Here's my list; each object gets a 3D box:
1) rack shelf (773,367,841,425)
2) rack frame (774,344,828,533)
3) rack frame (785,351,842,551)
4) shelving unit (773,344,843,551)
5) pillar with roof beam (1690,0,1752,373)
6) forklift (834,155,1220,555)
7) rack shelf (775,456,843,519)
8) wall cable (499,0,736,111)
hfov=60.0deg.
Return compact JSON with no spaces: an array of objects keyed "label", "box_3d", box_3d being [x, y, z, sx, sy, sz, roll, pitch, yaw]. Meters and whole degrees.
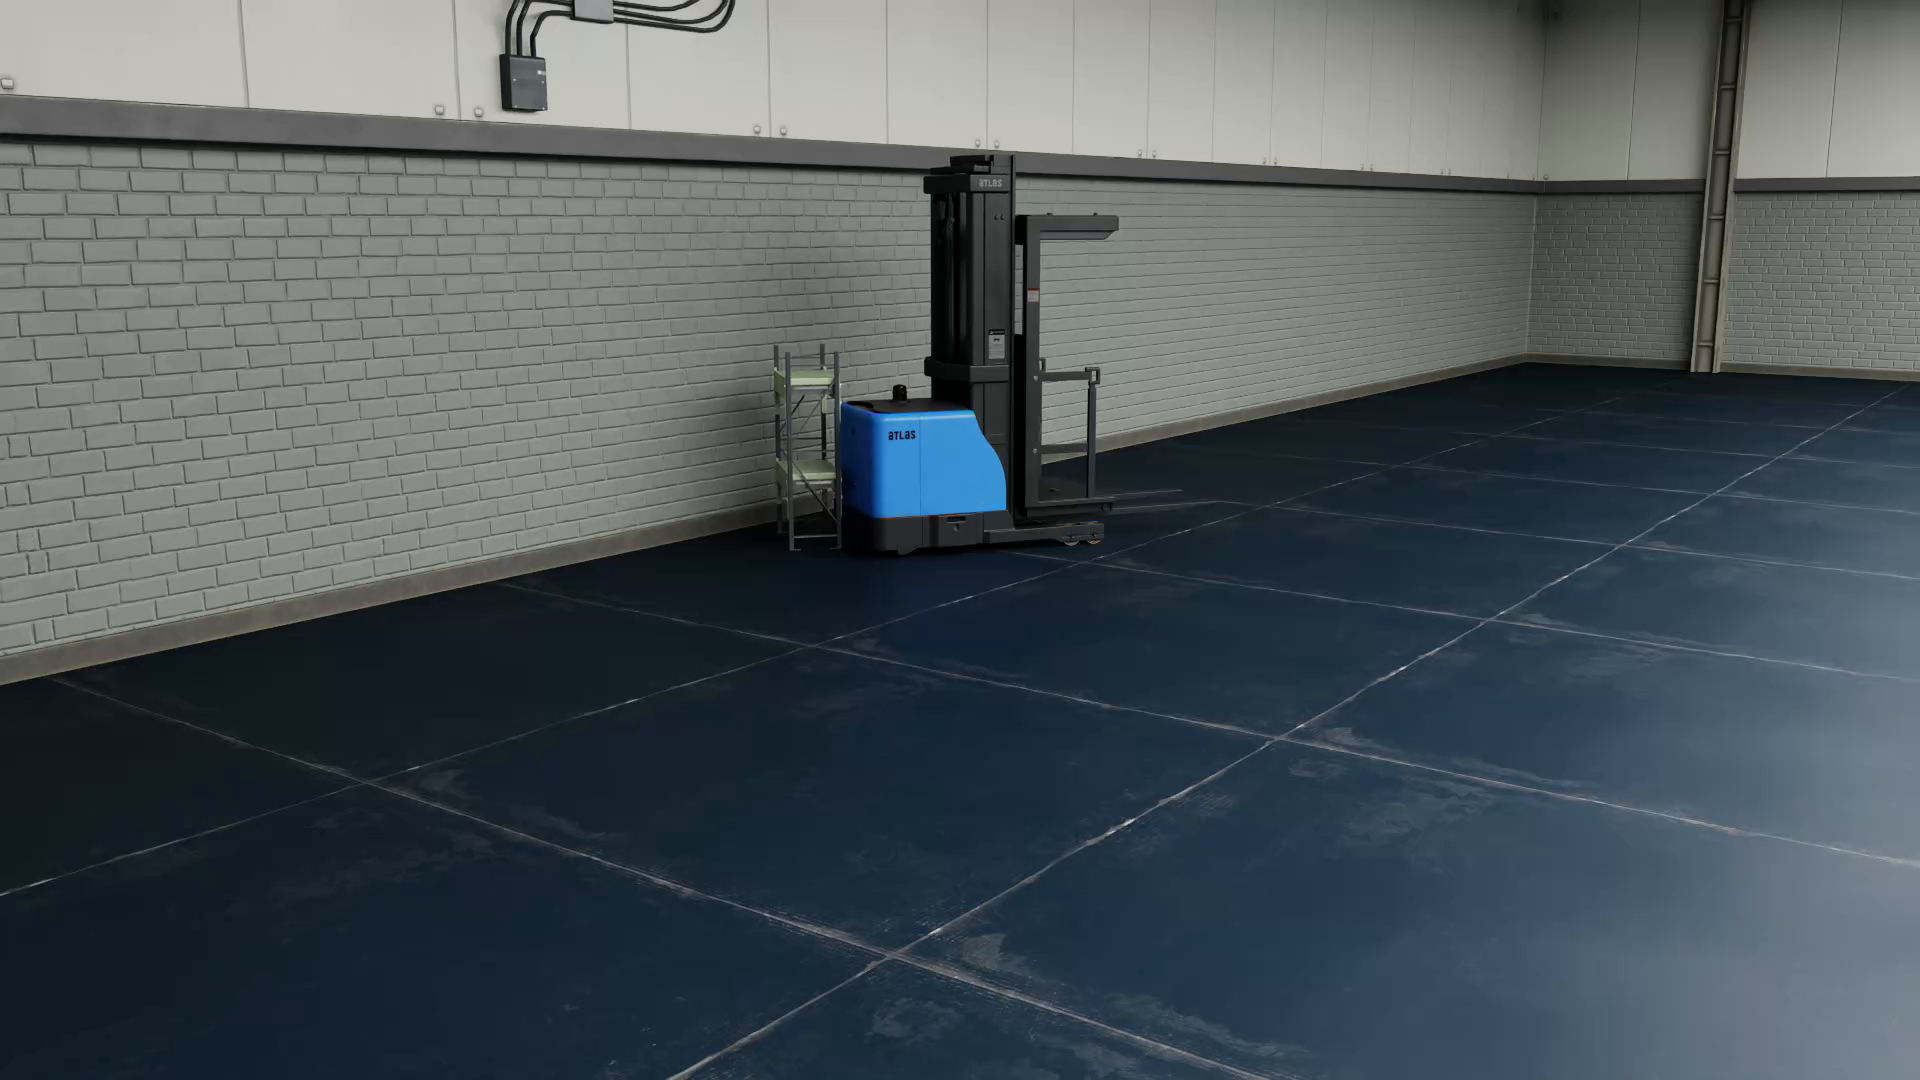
[{"label":"rack shelf","box_3d":[-1.181,-1.115,12.790,0.431,0.370,0.720,-3,11,-13]},{"label":"rack frame","box_3d":[-1.263,-0.800,13.214,0.400,1.500,0.023,-3,11,-13]},{"label":"rack frame","box_3d":[-1.099,-0.664,12.514,0.400,1.500,0.023,-3,11,-13]},{"label":"shelving unit","box_3d":[-1.181,-0.732,12.864,0.431,1.500,0.755,-3,11,-13]},{"label":"pillar with roof beam","box_3d":[9.707,-6.530,23.092,0.400,9.000,9.100,8,13,36]},{"label":"forklift","box_3d":[0.577,-1.483,12.979,3.031,2.935,1.130,-4,12,-22]},{"label":"rack shelf","box_3d":[-1.181,-0.412,12.926,0.431,0.370,0.720,-3,11,-13]},{"label":"wall cable","box_3d":[-2.349,-6.022,11.511,0.169,6.003,2.305,8,13,36]}]
